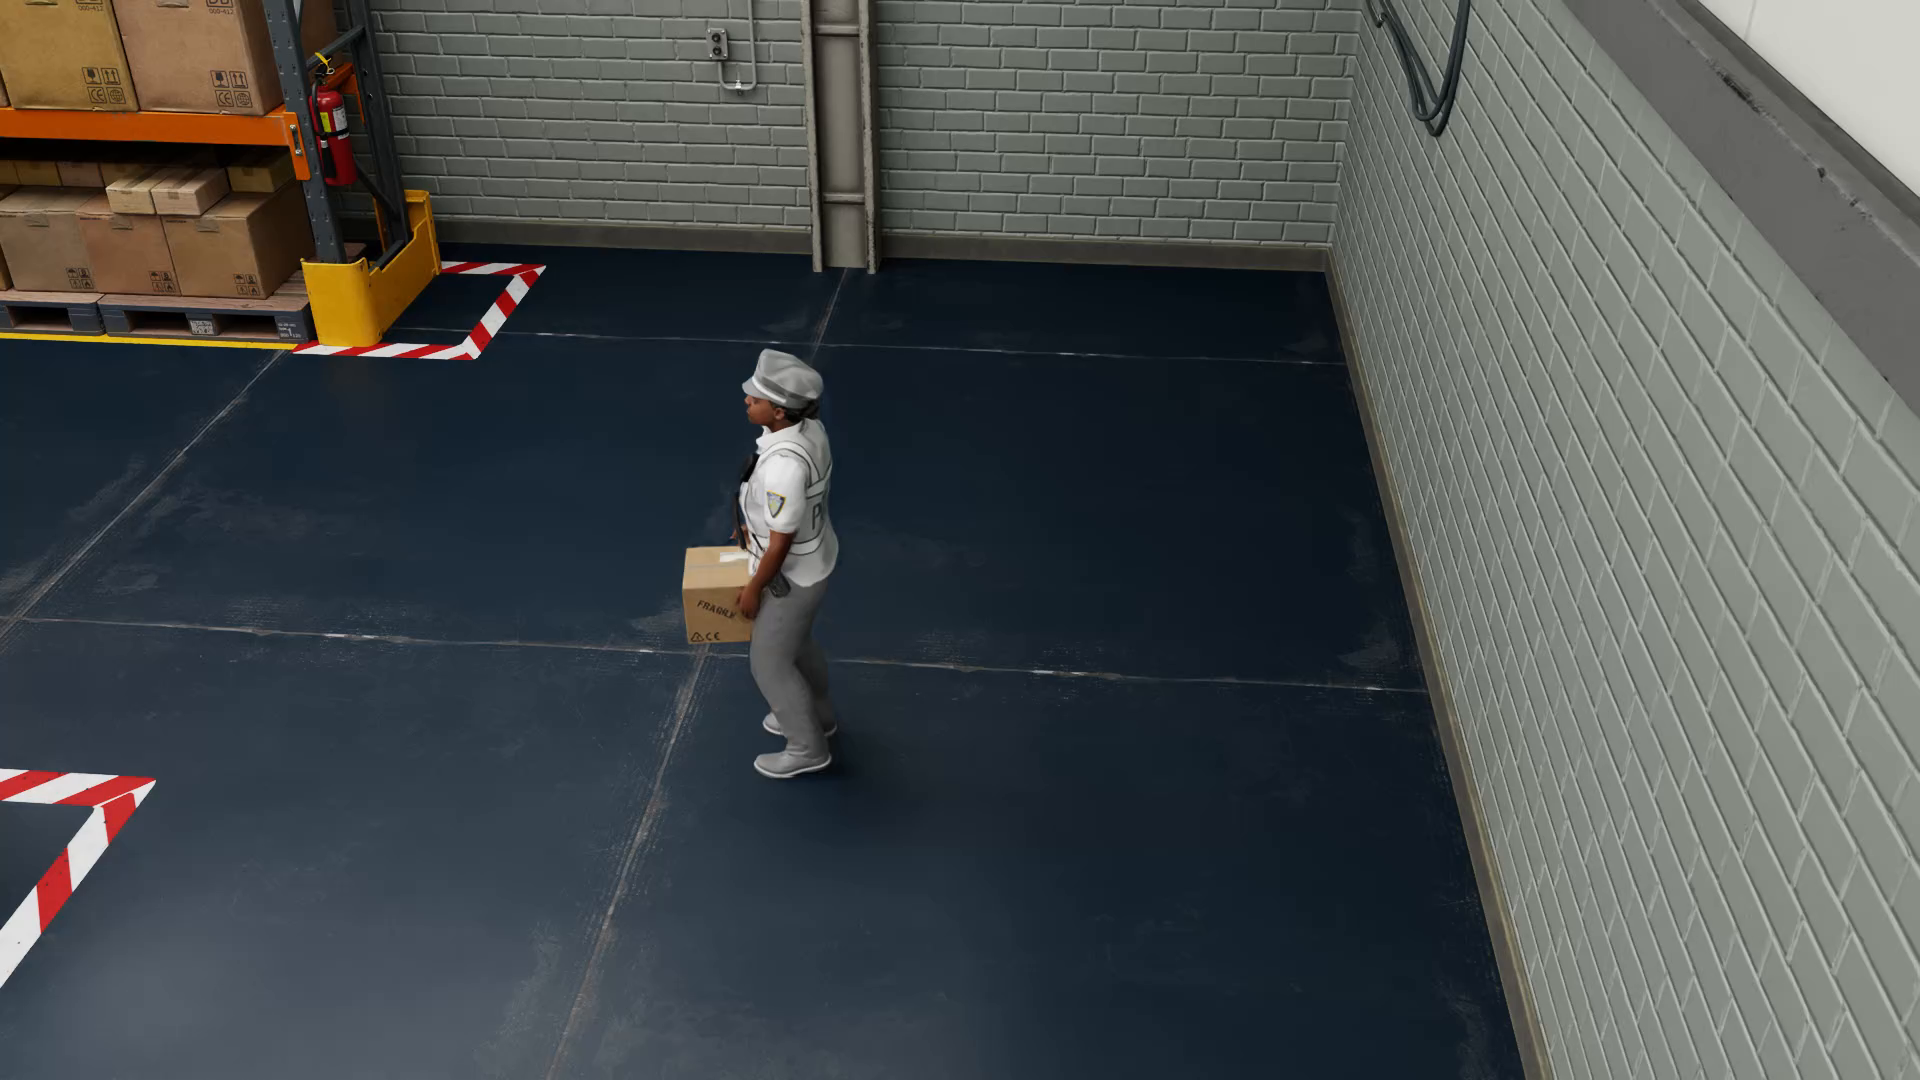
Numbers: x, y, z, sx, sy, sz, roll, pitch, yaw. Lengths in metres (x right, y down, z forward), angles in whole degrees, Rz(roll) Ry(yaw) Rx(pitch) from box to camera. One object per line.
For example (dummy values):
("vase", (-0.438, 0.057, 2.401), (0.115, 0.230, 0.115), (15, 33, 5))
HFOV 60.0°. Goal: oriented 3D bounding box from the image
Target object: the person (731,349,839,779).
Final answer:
("person", (-0.652, 0.104, 5.948), (0.428, 1.701, 0.527), (3, 32, 5))
